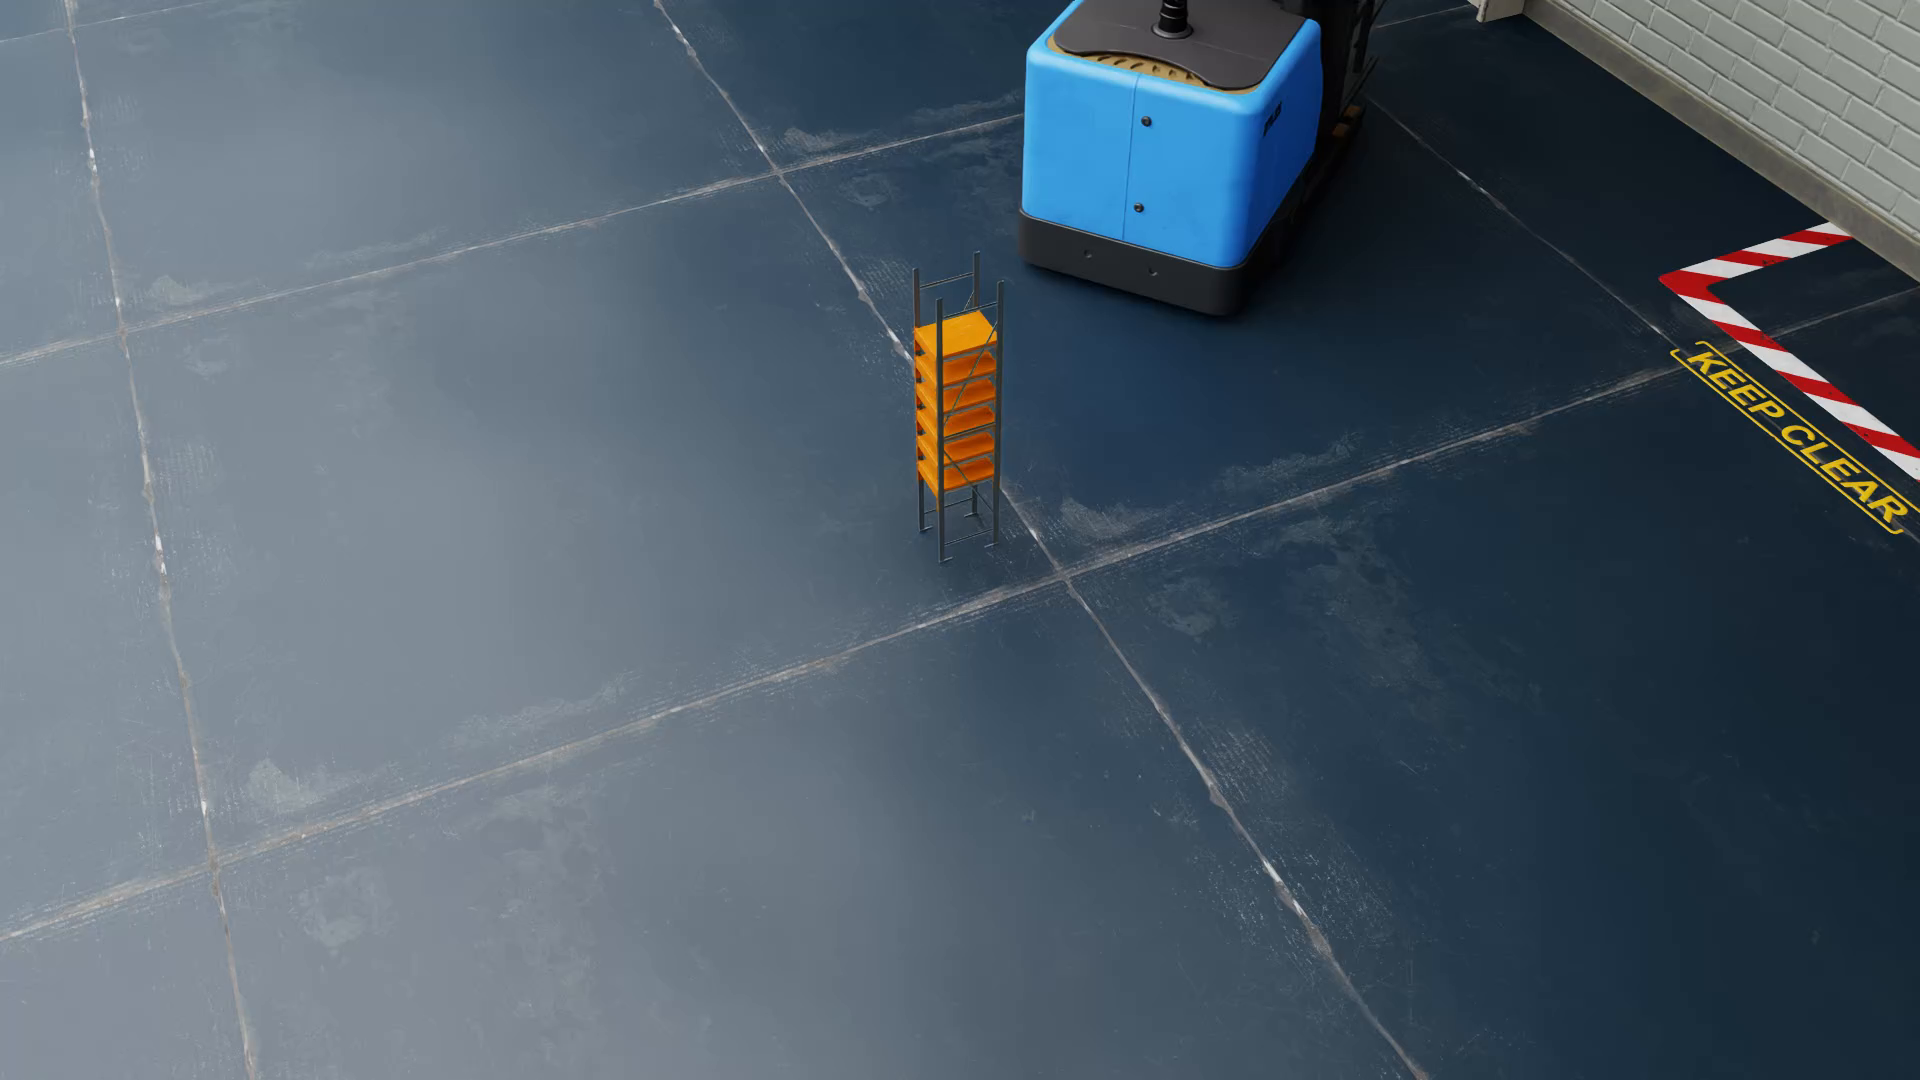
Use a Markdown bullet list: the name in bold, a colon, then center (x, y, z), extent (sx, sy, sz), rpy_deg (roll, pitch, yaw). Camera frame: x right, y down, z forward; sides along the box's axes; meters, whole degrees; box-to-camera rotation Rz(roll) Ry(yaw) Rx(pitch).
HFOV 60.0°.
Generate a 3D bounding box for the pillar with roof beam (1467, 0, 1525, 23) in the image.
- **pillar with roof beam**: center (-0.986, -4.942, 4.851), extent (9.100, 9.000, 0.400), rpy_deg (-18, 47, -17)

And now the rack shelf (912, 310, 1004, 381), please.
- **rack shelf**: center (-0.006, -0.661, 5.616), extent (0.258, 0.103, 0.180), rpy_deg (-18, 47, -17)

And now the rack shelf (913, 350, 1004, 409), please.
- **rack shelf**: center (-0.006, -0.576, 5.701), extent (0.258, 0.103, 0.180), rpy_deg (-18, 47, -17)

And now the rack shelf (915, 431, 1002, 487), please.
- **rack shelf**: center (-0.006, -0.319, 5.953), extent (0.258, 0.103, 0.180), rpy_deg (-18, 47, -17)

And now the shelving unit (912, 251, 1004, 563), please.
- **shelving unit**: center (-0.006, -0.436, 5.838), extent (0.258, 1.200, 0.189), rpy_deg (-18, 47, -17)

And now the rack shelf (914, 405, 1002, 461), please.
- **rack shelf**: center (-0.006, -0.405, 5.869), extent (0.258, 0.103, 0.180), rpy_deg (-18, 47, -17)

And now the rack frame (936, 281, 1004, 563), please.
- **rack frame**: center (0.032, -0.378, 5.779), extent (0.240, 1.200, 0.006), rpy_deg (-18, 47, -17)

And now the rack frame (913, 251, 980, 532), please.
- **rack frame**: center (-0.045, -0.495, 5.897), extent (0.240, 1.200, 0.006), rpy_deg (-18, 47, -17)

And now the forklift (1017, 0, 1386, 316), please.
- **forklift**: center (1.362, -3.043, 7.247), extent (1.130, 2.935, 3.031), rpy_deg (19, 48, 18)

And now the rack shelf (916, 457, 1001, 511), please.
- **rack shelf**: center (-0.006, -0.234, 6.038), extent (0.258, 0.103, 0.180), rpy_deg (-18, 47, -17)

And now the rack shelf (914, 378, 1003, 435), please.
- **rack shelf**: center (-0.006, -0.490, 5.785), extent (0.258, 0.103, 0.180), rpy_deg (-18, 47, -17)
